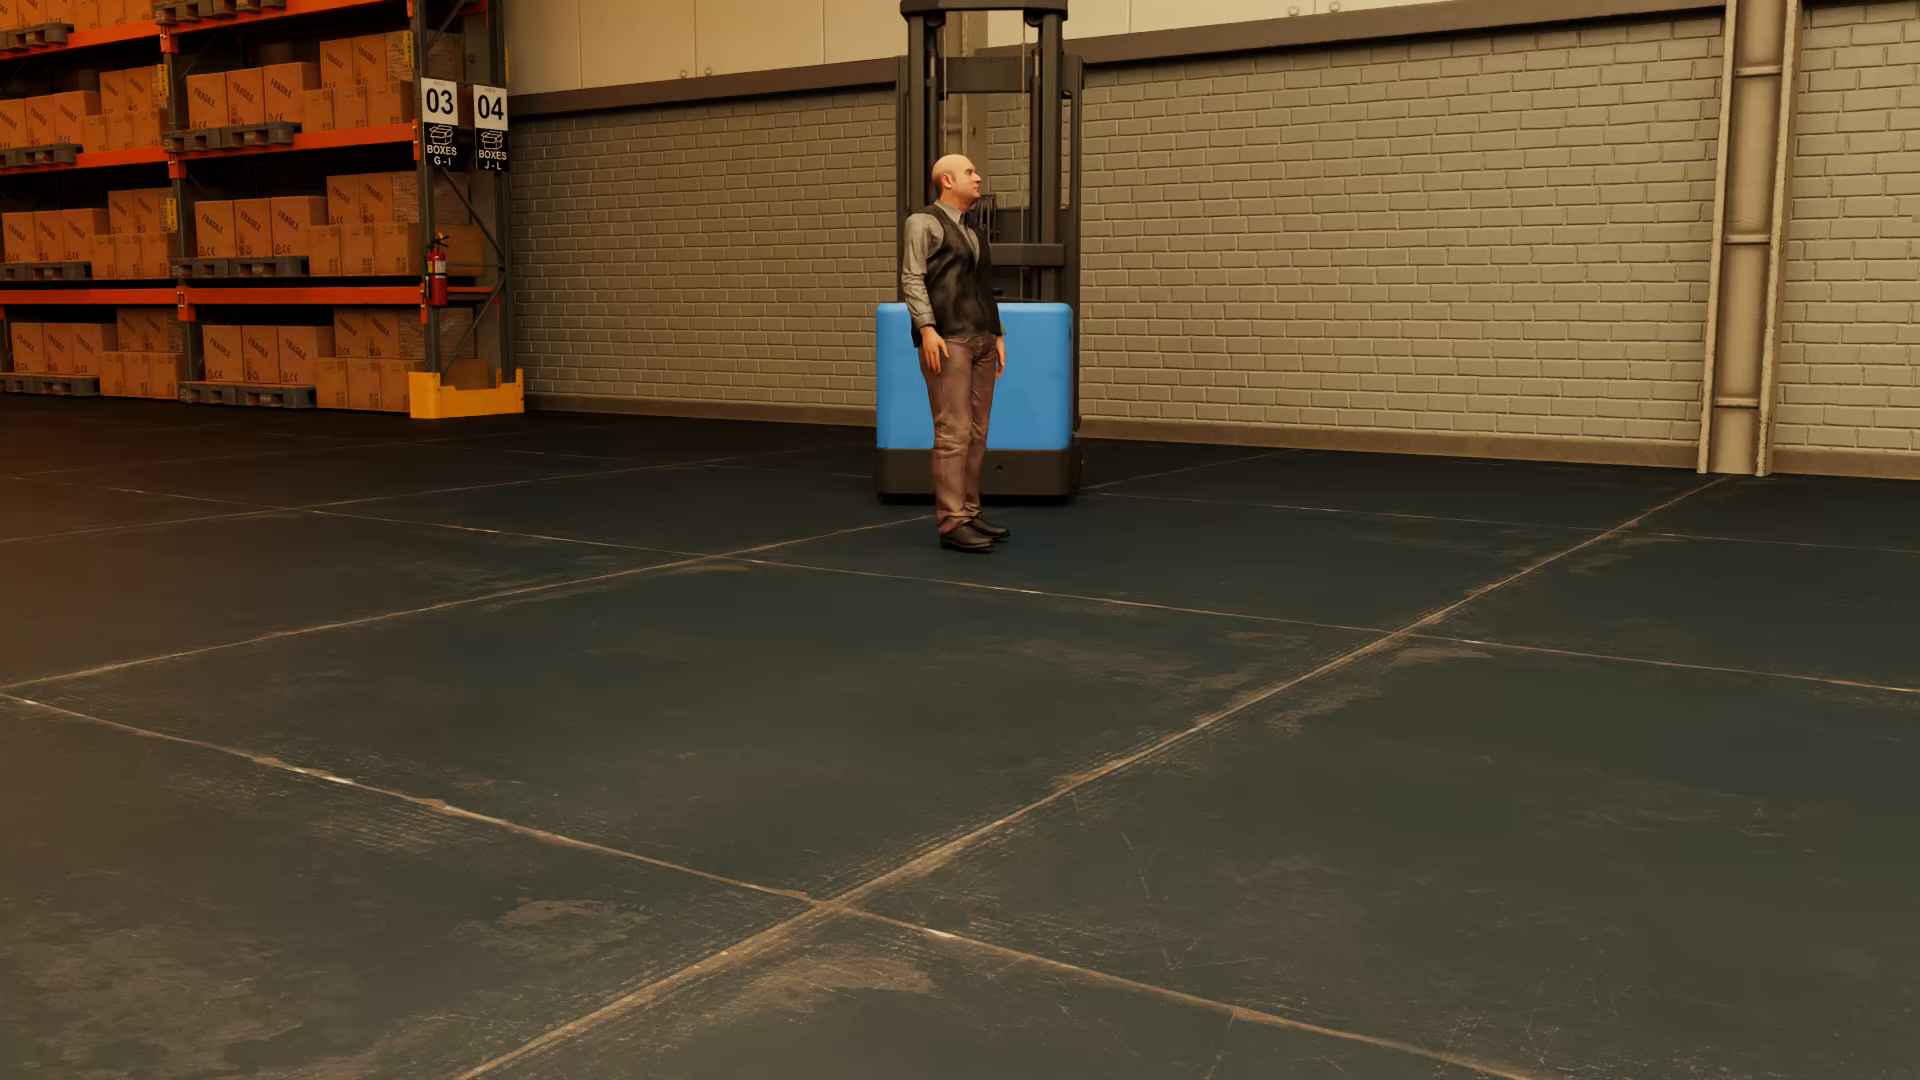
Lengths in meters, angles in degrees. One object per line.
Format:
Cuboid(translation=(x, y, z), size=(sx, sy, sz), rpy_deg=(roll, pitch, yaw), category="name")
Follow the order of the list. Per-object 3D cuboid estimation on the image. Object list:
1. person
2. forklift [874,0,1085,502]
Cuboid(translation=(0.047, -0.854, 7.441), size=(0.568, 1.721, 0.633), rpy_deg=(5, 10, 34), category="person")
Cuboid(translation=(0.191, -1.831, 10.067), size=(1.130, 2.935, 3.031), rpy_deg=(1, 8, 5), category="forklift")
